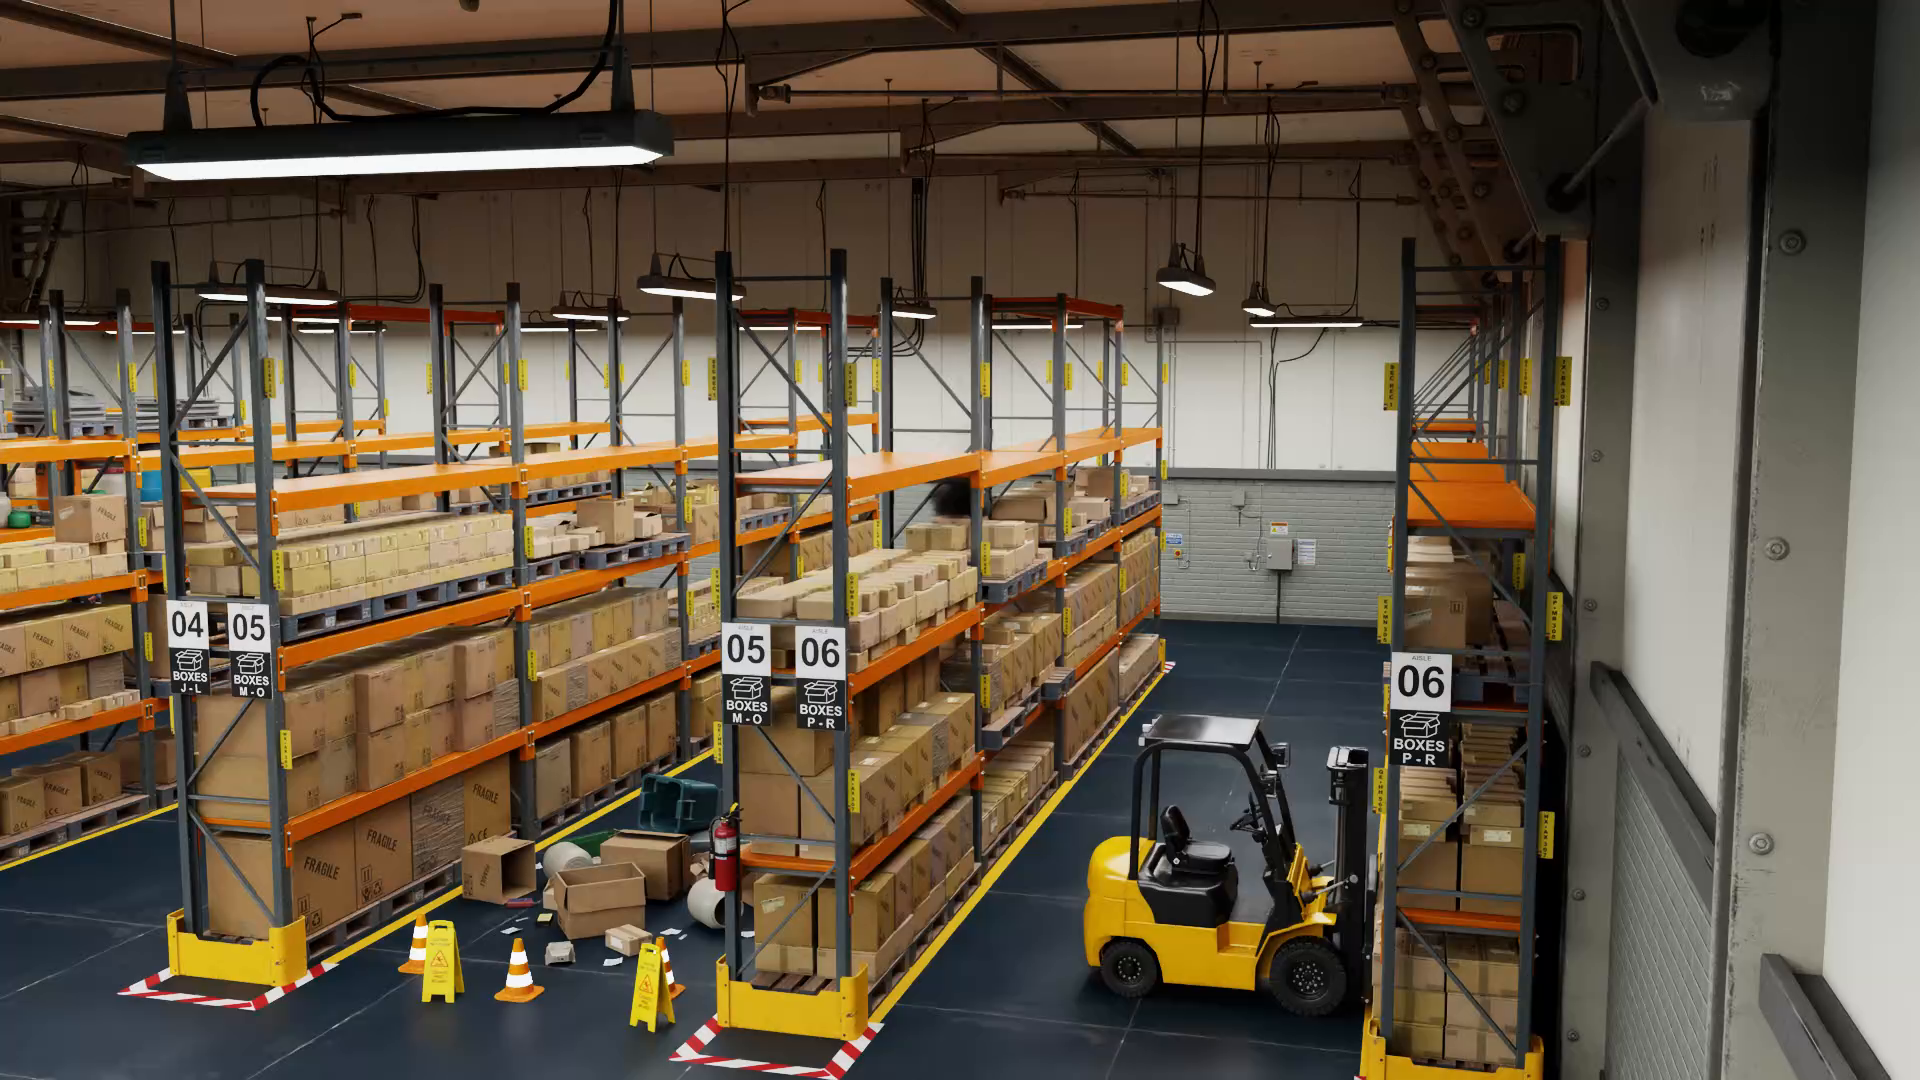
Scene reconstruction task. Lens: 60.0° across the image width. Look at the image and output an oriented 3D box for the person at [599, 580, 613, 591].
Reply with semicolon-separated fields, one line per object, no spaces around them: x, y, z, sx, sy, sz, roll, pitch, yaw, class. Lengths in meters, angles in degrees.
-5.688;1.390;27.652;0.700;1.737;0.984;2;6;18;person
